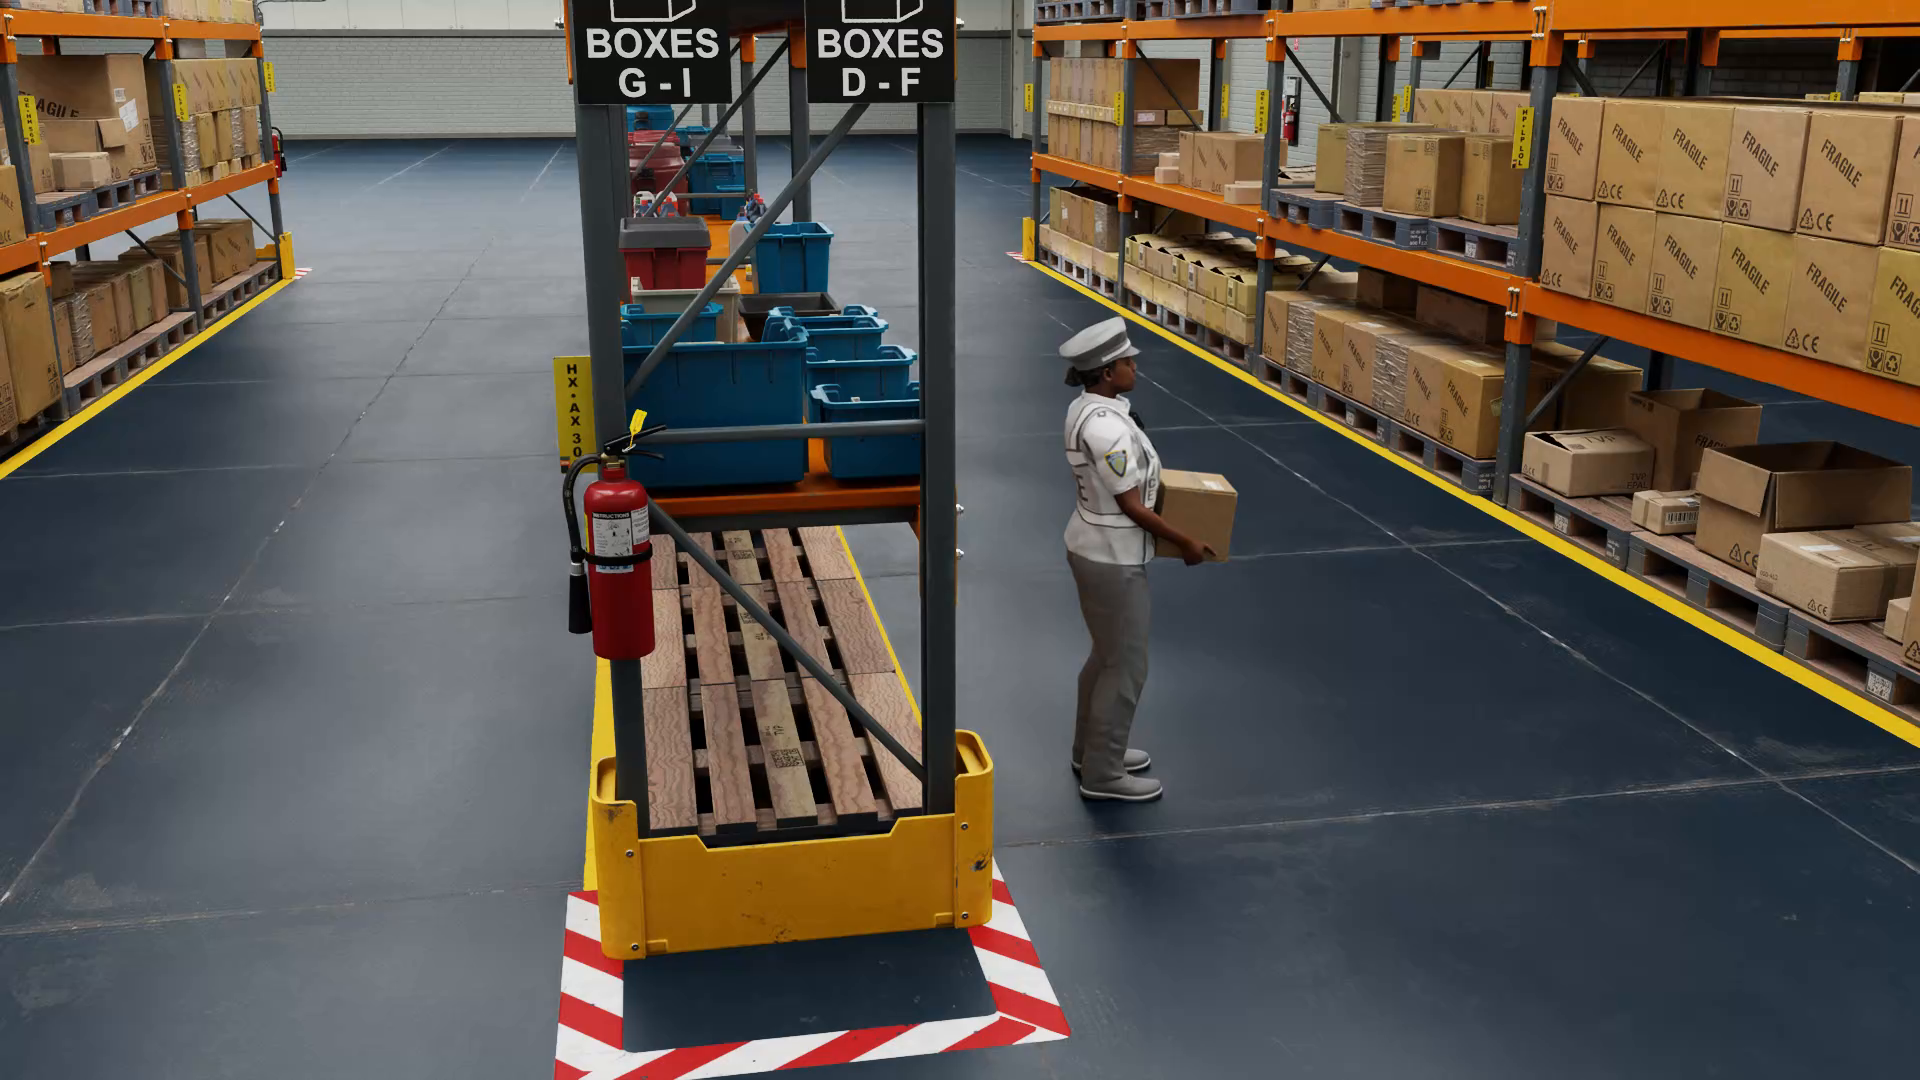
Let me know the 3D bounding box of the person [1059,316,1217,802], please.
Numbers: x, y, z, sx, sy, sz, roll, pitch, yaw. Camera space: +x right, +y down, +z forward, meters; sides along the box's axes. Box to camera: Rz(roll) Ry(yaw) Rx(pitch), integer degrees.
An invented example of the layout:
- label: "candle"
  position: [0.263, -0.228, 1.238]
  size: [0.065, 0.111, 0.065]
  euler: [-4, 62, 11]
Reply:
- label: "person"
  position: [0.603, 0.065, 5.794]
  size: [0.531, 1.687, 0.451]
  euler: [-1, 16, -3]
